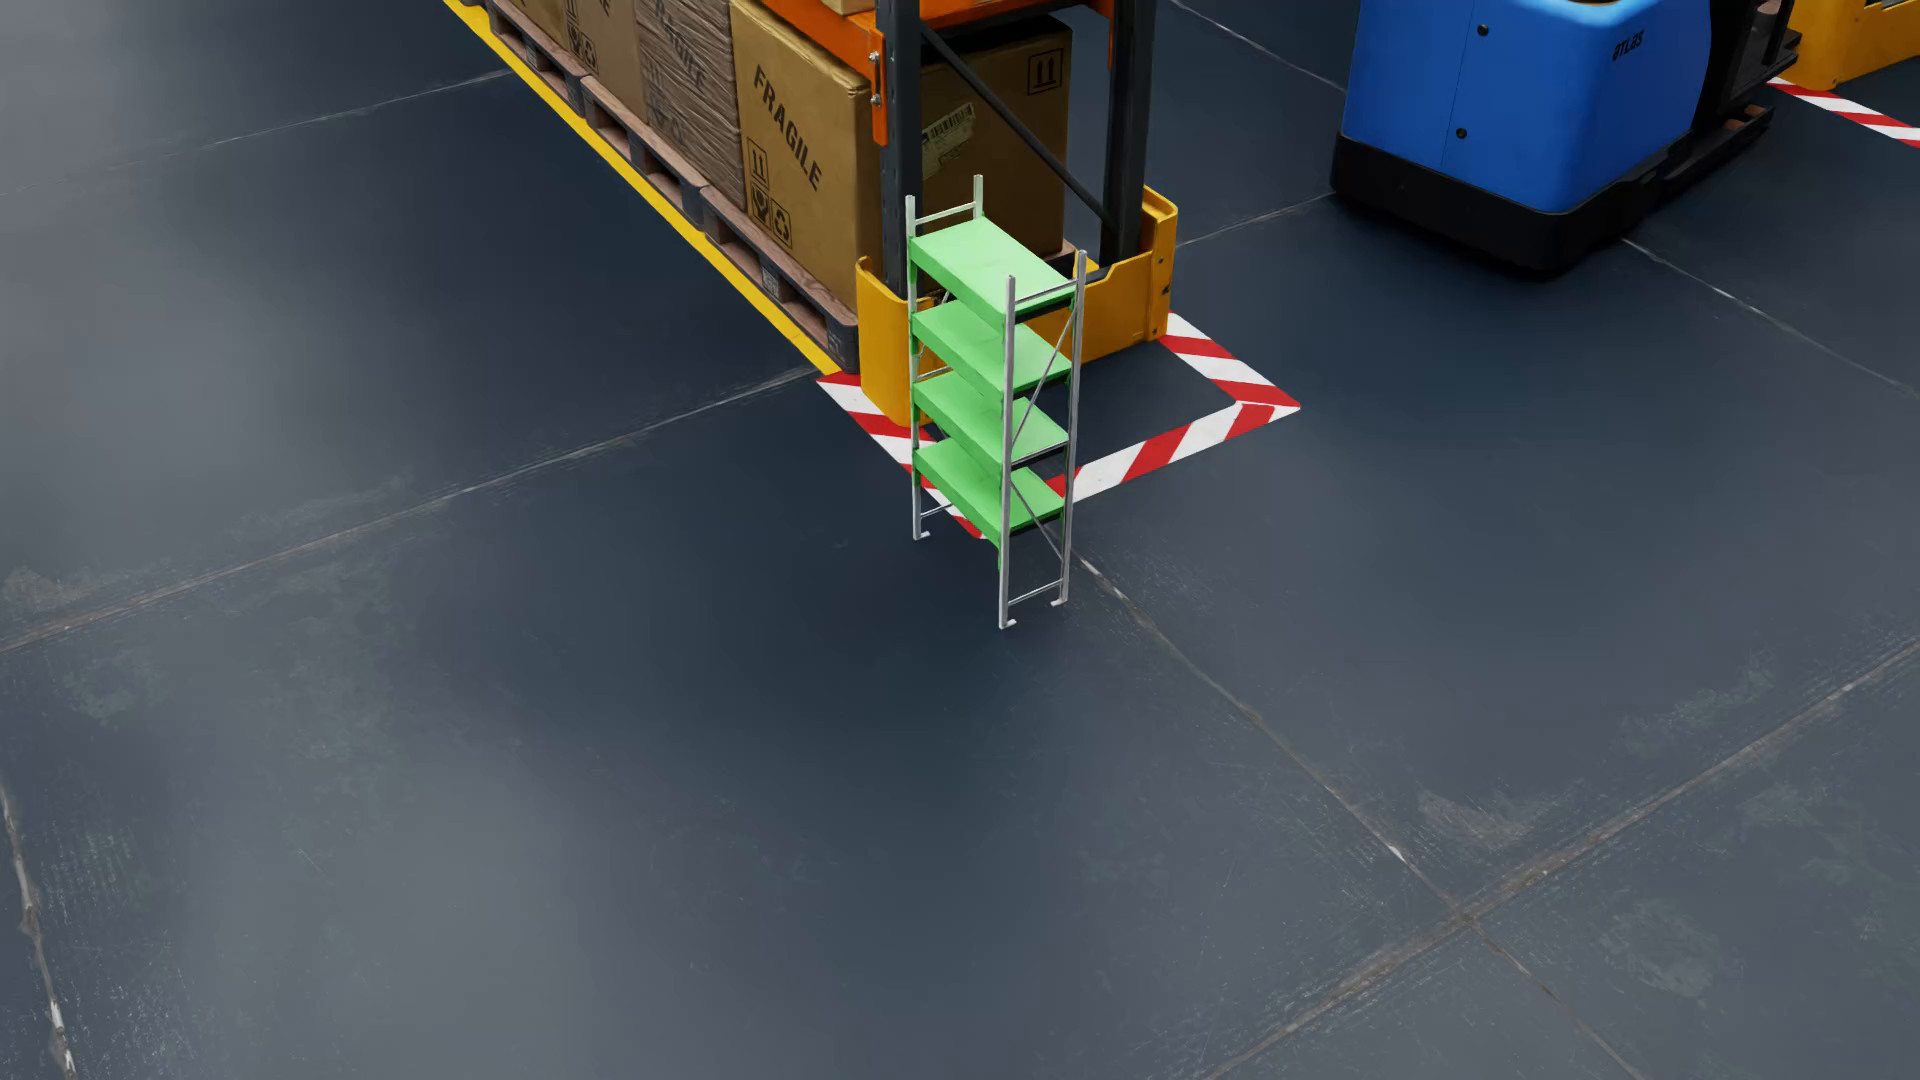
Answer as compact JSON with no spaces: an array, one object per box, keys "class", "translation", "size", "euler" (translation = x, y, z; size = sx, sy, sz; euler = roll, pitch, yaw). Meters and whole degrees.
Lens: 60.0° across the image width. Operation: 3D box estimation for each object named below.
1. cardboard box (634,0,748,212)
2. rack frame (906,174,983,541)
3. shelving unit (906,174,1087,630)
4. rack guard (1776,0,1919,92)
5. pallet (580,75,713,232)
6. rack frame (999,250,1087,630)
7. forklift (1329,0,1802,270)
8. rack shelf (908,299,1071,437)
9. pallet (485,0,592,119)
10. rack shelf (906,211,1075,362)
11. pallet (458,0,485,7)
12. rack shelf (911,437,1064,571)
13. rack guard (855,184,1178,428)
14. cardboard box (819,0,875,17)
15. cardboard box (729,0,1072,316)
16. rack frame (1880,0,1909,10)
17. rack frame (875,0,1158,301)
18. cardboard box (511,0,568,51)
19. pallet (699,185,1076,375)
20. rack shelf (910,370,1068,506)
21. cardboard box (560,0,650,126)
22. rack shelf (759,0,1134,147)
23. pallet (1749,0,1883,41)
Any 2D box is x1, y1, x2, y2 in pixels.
[{"class":"cardboard box","translation":[-0.704,-1.981,6.616],"size":[0.875,0.875,0.875],"euler":[-22,45,-24]},{"class":"rack frame","translation":[-0.042,-0.503,4.917],"size":[0.240,1.200,0.015],"euler":[-22,45,-24]},{"class":"shelving unit","translation":[0.089,-0.372,4.759],"size":[0.258,1.200,0.503],"euler":[-22,45,-24]},{"class":"rack guard","translation":[4.397,-2.563,7.935],"size":[1.175,0.500,0.348],"euler":[-22,45,-24]},{"class":"pallet","translation":[-0.951,-1.818,7.267],"size":[1.003,0.211,1.213],"euler":[-22,45,-24]},{"class":"rack frame","translation":[0.220,-0.240,4.601],"size":[0.240,1.200,0.015],"euler":[-22,45,-24]},{"class":"forklift","translation":[2.935,-2.998,6.559],"size":[3.031,2.935,1.130],"euler":[-33,50,-33]},{"class":"rack shelf","translation":[0.089,-0.507,4.646],"size":[0.258,0.148,0.480],"euler":[-22,45,-24]},{"class":"pallet","translation":[-1.611,-2.477,8.058],"size":[1.003,0.211,1.213],"euler":[-22,45,-24]},{"class":"rack shelf","translation":[0.089,-0.691,4.492],"size":[0.258,0.148,0.480],"euler":[-22,45,-24]},{"class":"pallet","translation":[-2.433,-3.305,9.052],"size":[1.003,0.211,1.213],"euler":[-22,45,-24]},{"class":"rack shelf","translation":[0.089,-0.138,4.953],"size":[0.258,0.148,0.480],"euler":[-22,45,-24]},{"class":"rack guard","translation":[0.210,-0.854,5.884],"size":[1.175,0.500,0.348],"euler":[-22,45,-24]},{"class":"cardboard box","translation":[-0.272,-1.809,5.274],"size":[0.380,0.149,0.250],"euler":[-21,44,-24]},{"class":"cardboard box","translation":[-0.215,-1.490,6.027],"size":[0.875,0.875,0.875],"euler":[-22,45,-24]},{"class":"rack frame","translation":[4.373,-3.532,7.145],"size":[1.000,3.000,0.127],"euler":[-22,45,-24]},{"class":"rack frame","translation":[0.197,-1.827,5.099],"size":[1.000,3.000,0.127],"euler":[-22,45,-24]},{"class":"cardboard box","translation":[-1.667,-2.947,7.775],"size":[0.875,0.875,0.875],"euler":[-22,45,-24]},{"class":"pallet","translation":[-0.299,-1.160,6.478],"size":[1.003,0.211,1.213],"euler":[-22,45,-24]},{"class":"rack shelf","translation":[0.089,-0.322,4.799],"size":[0.258,0.148,0.480],"euler":[-22,45,-24]},{"class":"cardboard box","translation":[-1.183,-2.462,7.193],"size":[0.875,0.875,0.875],"euler":[-22,45,-24]},{"class":"rack shelf","translation":[-0.879,-2.630,6.625],"size":[1.077,0.370,4.000],"euler":[-22,45,-24]},{"class":"pallet","translation":[3.962,-2.919,8.588],"size":[1.003,0.211,1.213],"euler":[-22,45,-24]}]
